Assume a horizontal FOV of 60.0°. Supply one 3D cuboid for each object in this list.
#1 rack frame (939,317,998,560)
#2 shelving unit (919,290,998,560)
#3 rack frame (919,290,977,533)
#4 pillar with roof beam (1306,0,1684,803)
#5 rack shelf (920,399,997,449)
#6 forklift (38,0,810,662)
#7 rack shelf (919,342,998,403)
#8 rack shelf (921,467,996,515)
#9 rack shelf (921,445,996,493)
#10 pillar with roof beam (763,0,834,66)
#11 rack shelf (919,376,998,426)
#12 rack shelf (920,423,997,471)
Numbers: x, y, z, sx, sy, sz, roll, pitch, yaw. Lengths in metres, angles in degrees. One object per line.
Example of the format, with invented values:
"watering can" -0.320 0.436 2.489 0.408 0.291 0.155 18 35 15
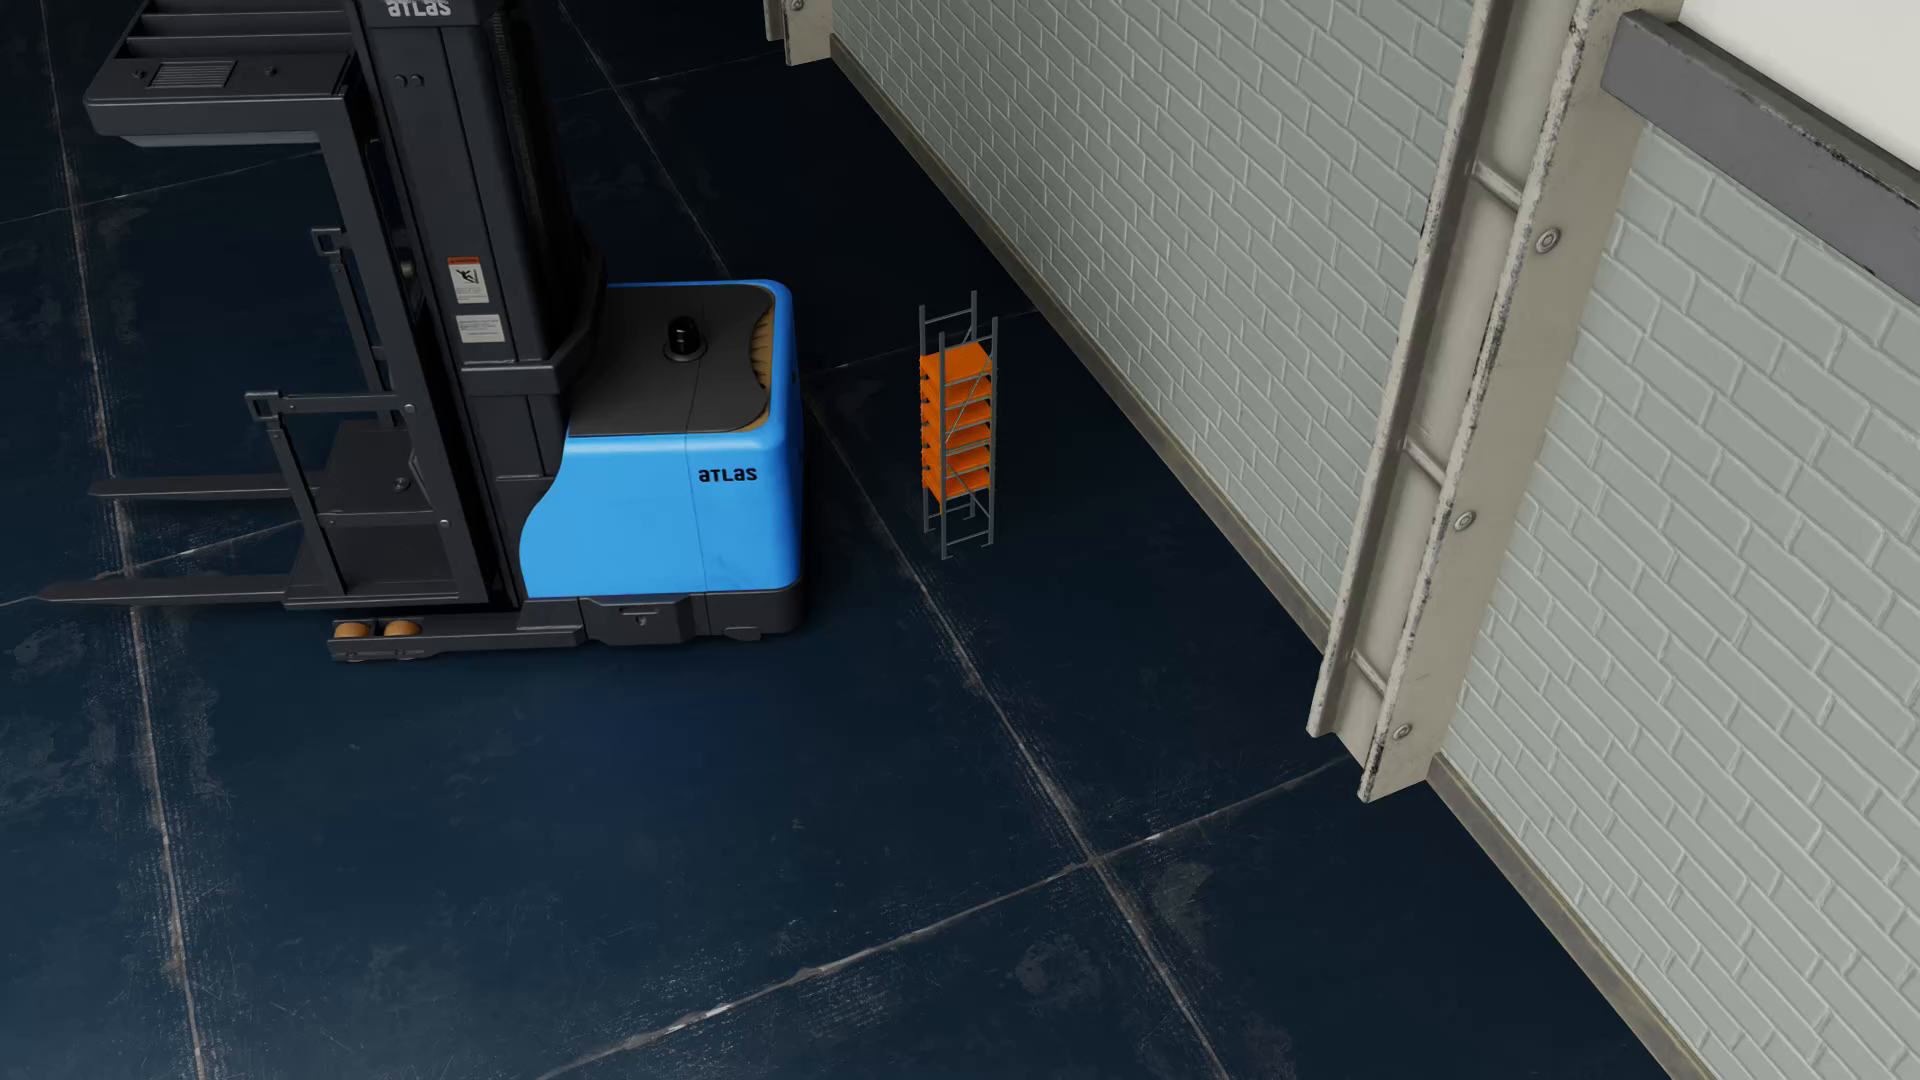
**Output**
"rack frame" 0.032 -0.378 6.648 0.240 1.200 0.006 -18 47 -17
"shelving unit" -0.006 -0.436 6.707 0.258 1.200 0.189 -18 47 -17
"rack frame" -0.045 -0.495 6.766 0.240 1.200 0.006 -18 47 -17
"pillar with roof beam" -2.357 -1.130 1.858 9.100 9.000 0.400 -18 47 -17
"rack shelf" -0.006 -0.490 6.654 0.258 0.103 0.180 -18 47 -17
"forklift" -2.151 -0.941 5.985 3.031 2.935 1.130 -2 45 -2
"rack shelf" -0.006 -0.661 6.485 0.258 0.103 0.180 -18 47 -17
"rack shelf" -0.006 -0.234 6.907 0.258 0.103 0.180 -18 47 -17
"rack shelf" -0.006 -0.319 6.822 0.258 0.103 0.180 -18 47 -17
"pillar with roof beam" -4.880 -4.954 5.733 9.100 9.000 0.400 -18 47 -17
"rack shelf" -0.006 -0.576 6.569 0.258 0.103 0.180 -18 47 -17
"rack shelf" -0.006 -0.405 6.738 0.258 0.103 0.180 -18 47 -17
